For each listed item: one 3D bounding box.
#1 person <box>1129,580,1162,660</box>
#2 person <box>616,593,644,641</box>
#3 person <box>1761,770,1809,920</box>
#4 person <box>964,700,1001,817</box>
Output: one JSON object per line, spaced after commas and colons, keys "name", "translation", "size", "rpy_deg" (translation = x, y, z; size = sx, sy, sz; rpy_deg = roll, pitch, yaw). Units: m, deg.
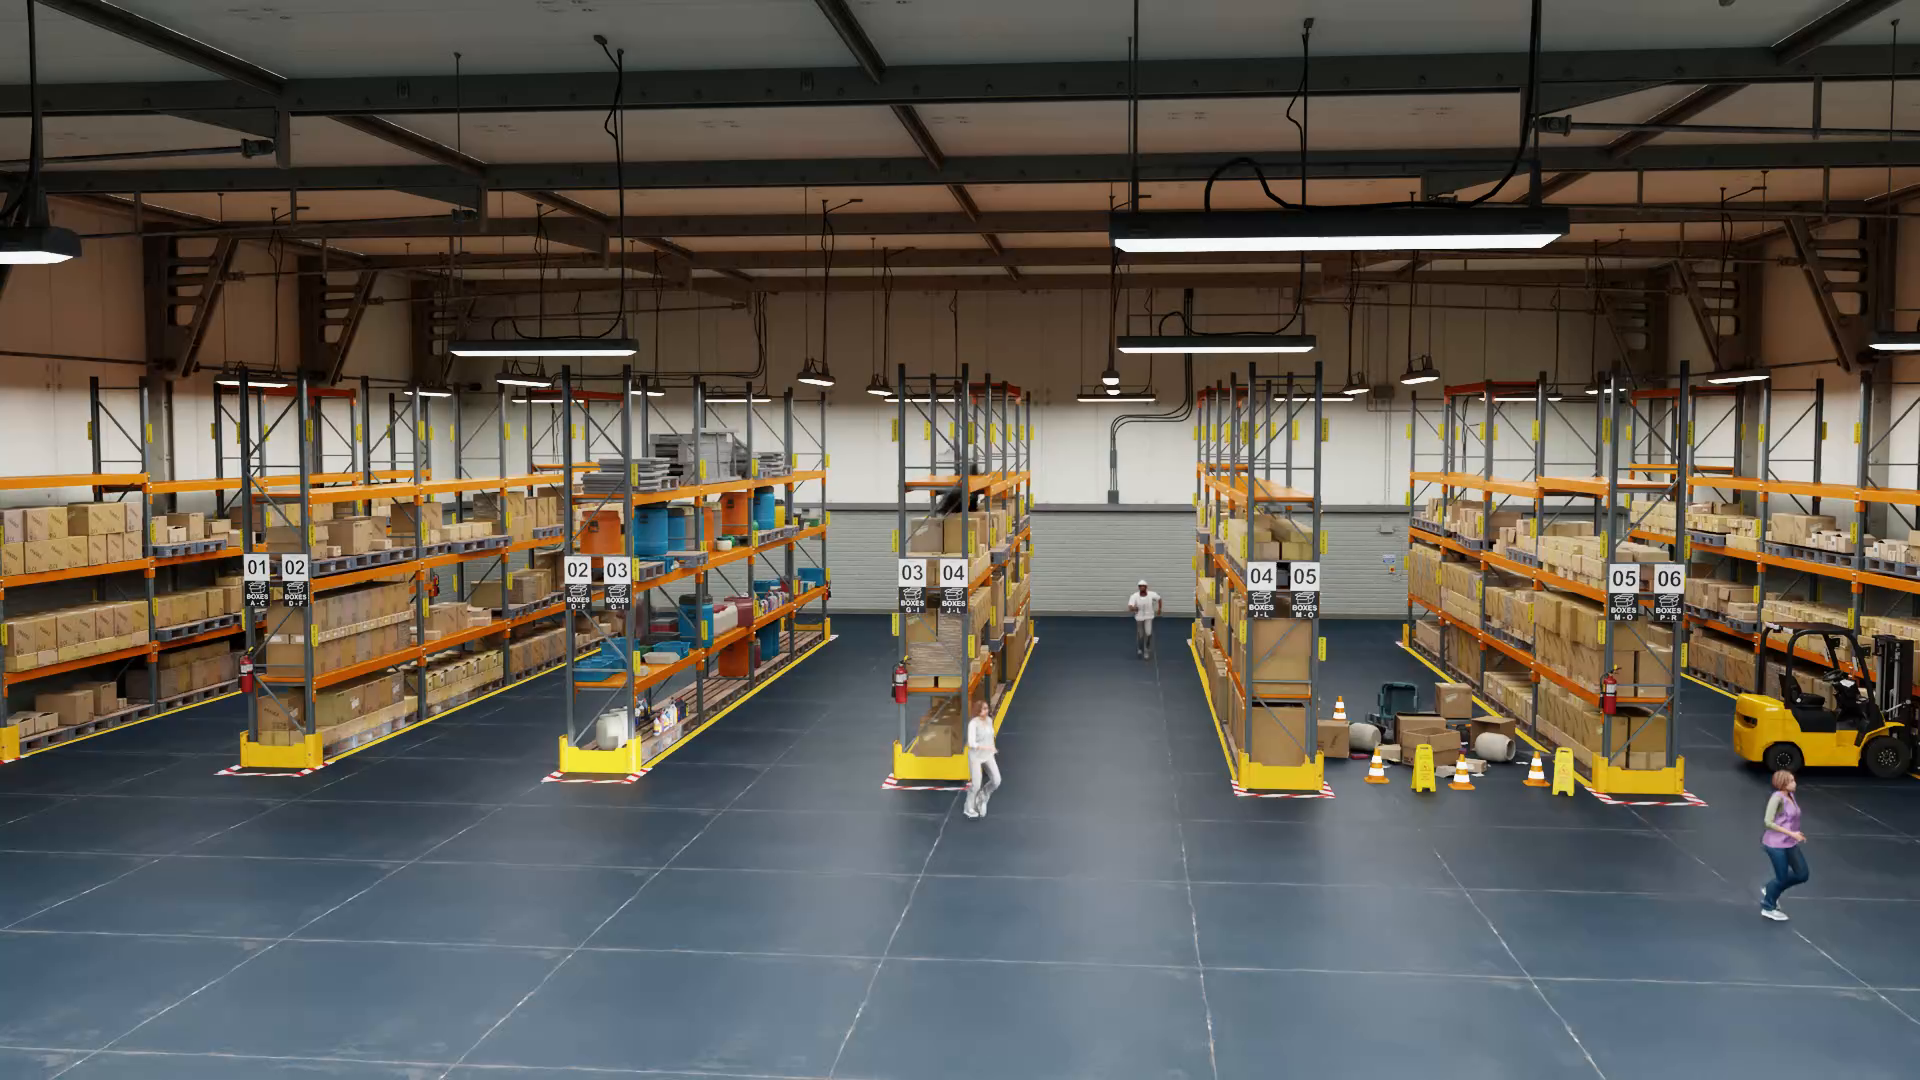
{"name": "person", "translation": [4.090, 1.761, 36.782], "size": [0.711, 1.762, 0.858], "rpy_deg": [1, 4, 11]}
{"name": "person", "translation": [-6.810, 1.859, 34.620], "size": [0.701, 1.784, 1.034], "rpy_deg": [-1, 4, -8]}
{"name": "person", "translation": [8.430, 3.125, 16.996], "size": [0.540, 1.561, 0.520], "rpy_deg": [-3, 5, -37]}
{"name": "person", "translation": [0.295, 2.829, 21.456], "size": [0.508, 1.559, 0.694], "rpy_deg": [-3, 5, -39]}
